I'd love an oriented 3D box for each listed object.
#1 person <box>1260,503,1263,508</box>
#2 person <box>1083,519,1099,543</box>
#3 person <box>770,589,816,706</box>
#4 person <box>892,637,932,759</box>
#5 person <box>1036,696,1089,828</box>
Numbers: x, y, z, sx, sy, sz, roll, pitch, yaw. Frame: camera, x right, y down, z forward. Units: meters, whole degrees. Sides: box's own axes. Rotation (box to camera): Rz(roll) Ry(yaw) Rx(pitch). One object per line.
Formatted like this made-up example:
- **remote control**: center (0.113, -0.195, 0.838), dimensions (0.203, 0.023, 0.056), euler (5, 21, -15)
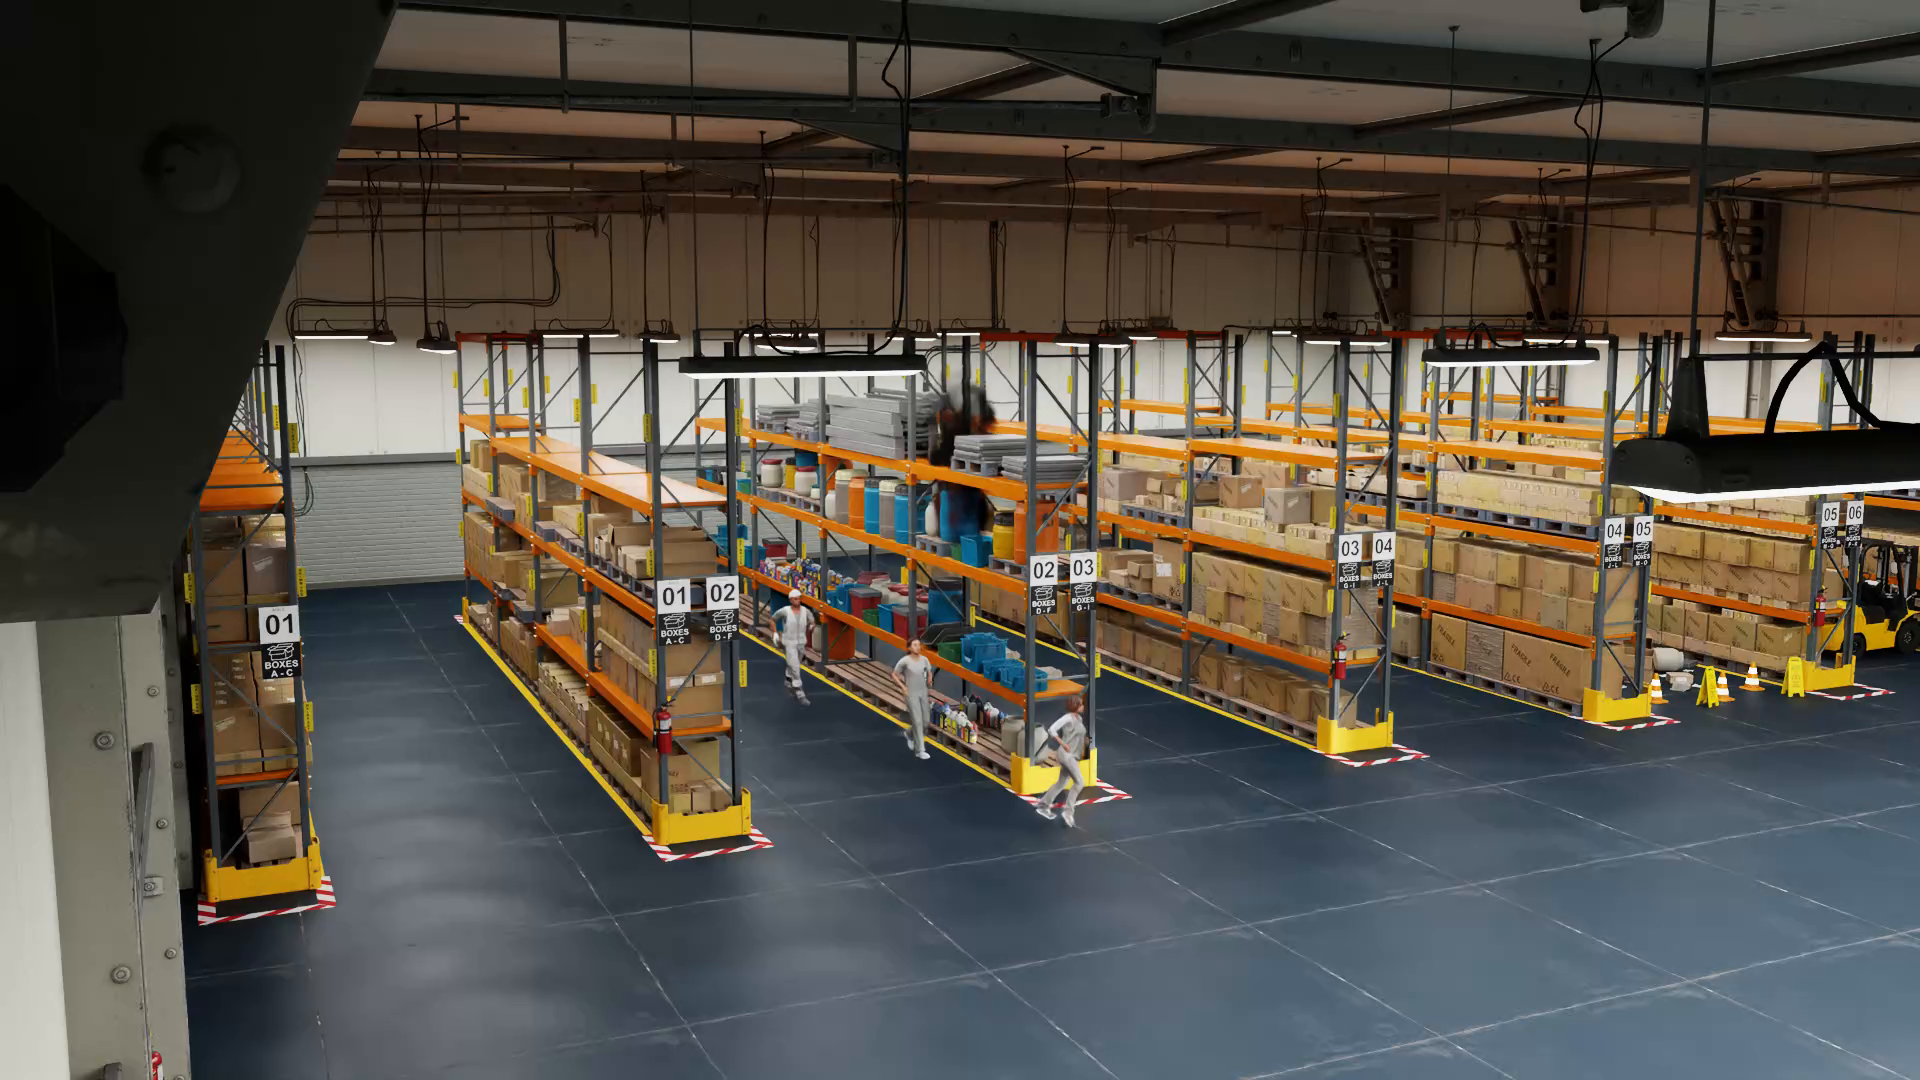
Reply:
- **person**: center (7.901, -0.452, 44.076), dimensions (0.661, 1.726, 0.728), euler (2, 8, 13)
- **person**: center (2.920, 0.340, 38.282), dimensions (0.581, 1.654, 0.882), euler (-2, 8, -15)
- **person**: center (-2.595, 1.669, 26.179), dimensions (0.662, 1.820, 0.965), euler (-5, 9, -32)
- **person**: center (-0.609, 2.156, 22.864), dimensions (0.575, 1.636, 0.690), euler (-5, 9, -30)
- **person**: center (1.313, 2.763, 20.898), dimensions (0.641, 1.619, 0.590), euler (2, 8, 17)
